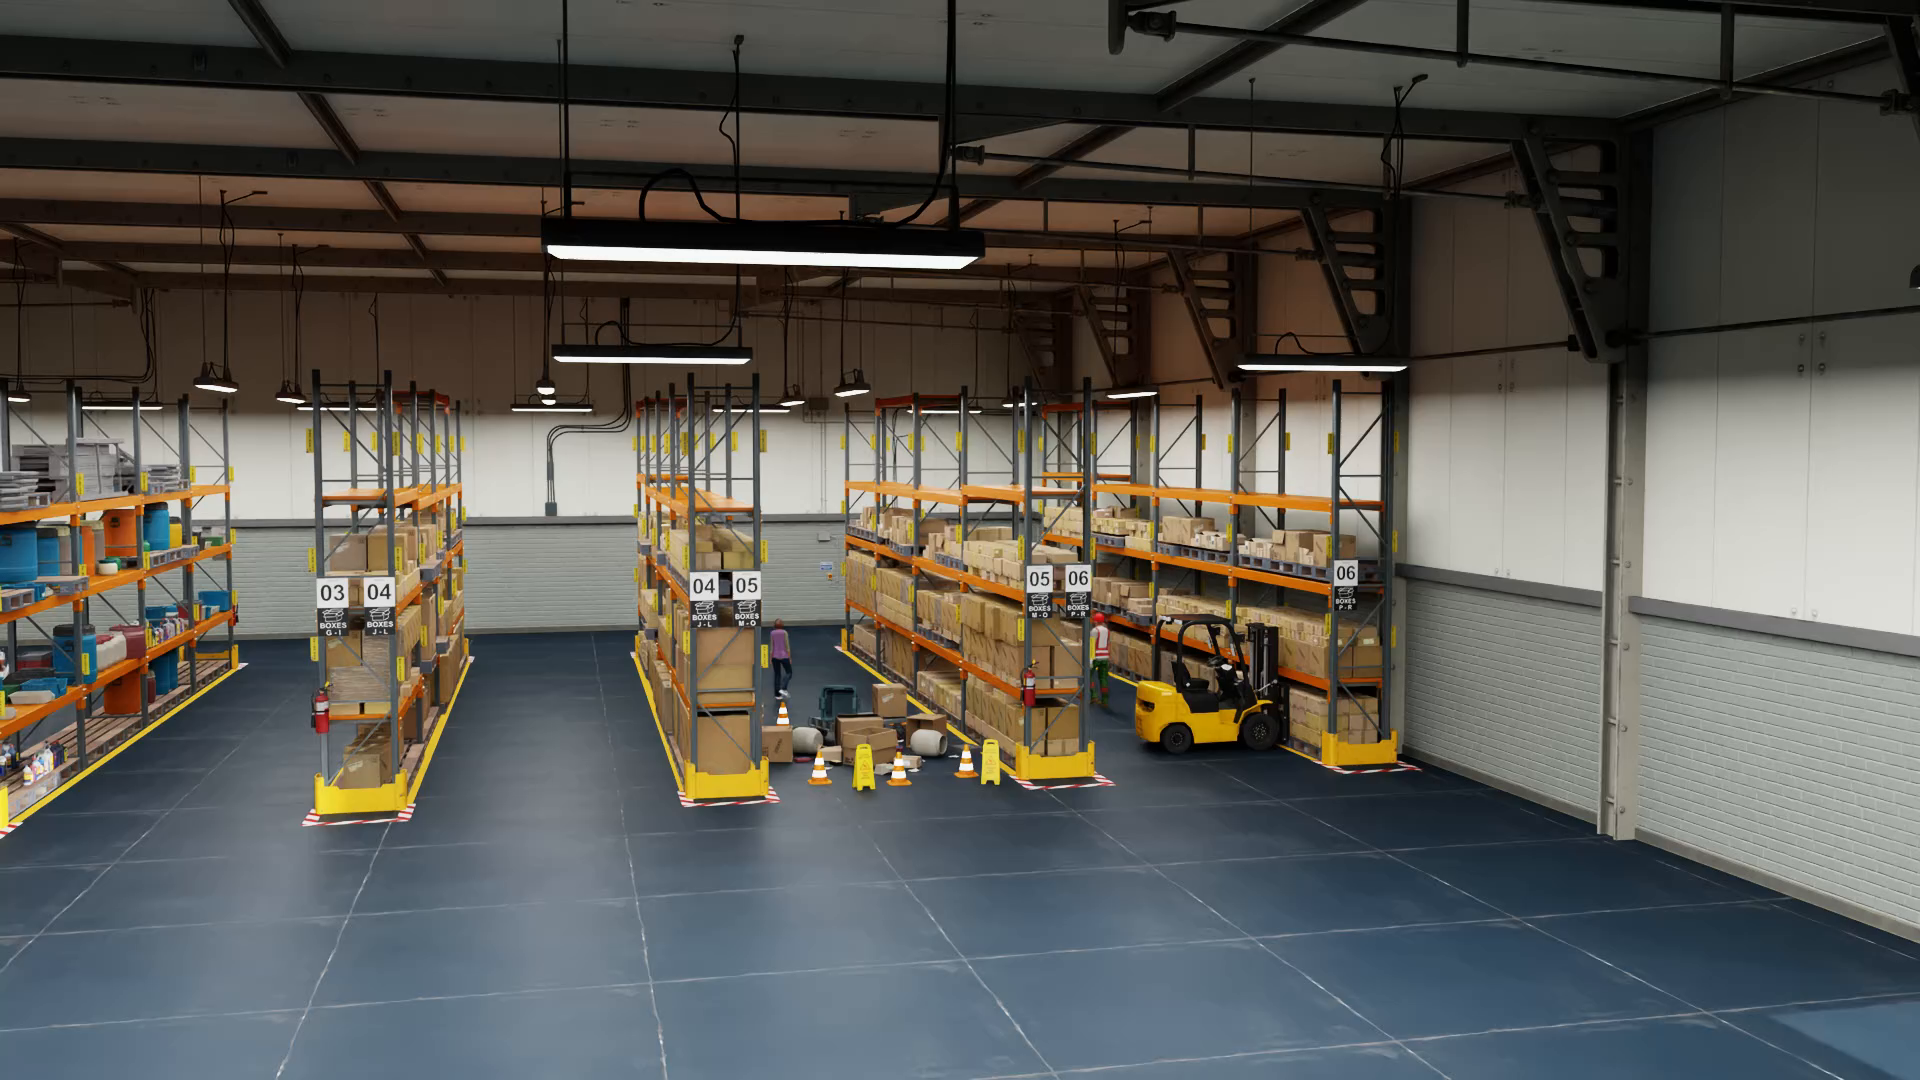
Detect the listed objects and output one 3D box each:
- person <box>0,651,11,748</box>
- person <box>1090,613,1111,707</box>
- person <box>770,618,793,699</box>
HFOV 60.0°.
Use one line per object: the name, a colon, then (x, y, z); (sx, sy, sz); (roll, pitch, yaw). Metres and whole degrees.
person: (-15.365, 2.614, 26.504); (0.547, 1.702, 1.140); (0, 3, -5)
person: (2.645, 2.269, 31.601); (0.569, 1.761, 0.534); (-2, 4, -29)
person: (-3.530, 2.333, 32.536); (0.455, 1.589, 0.437); (1, 3, 19)
